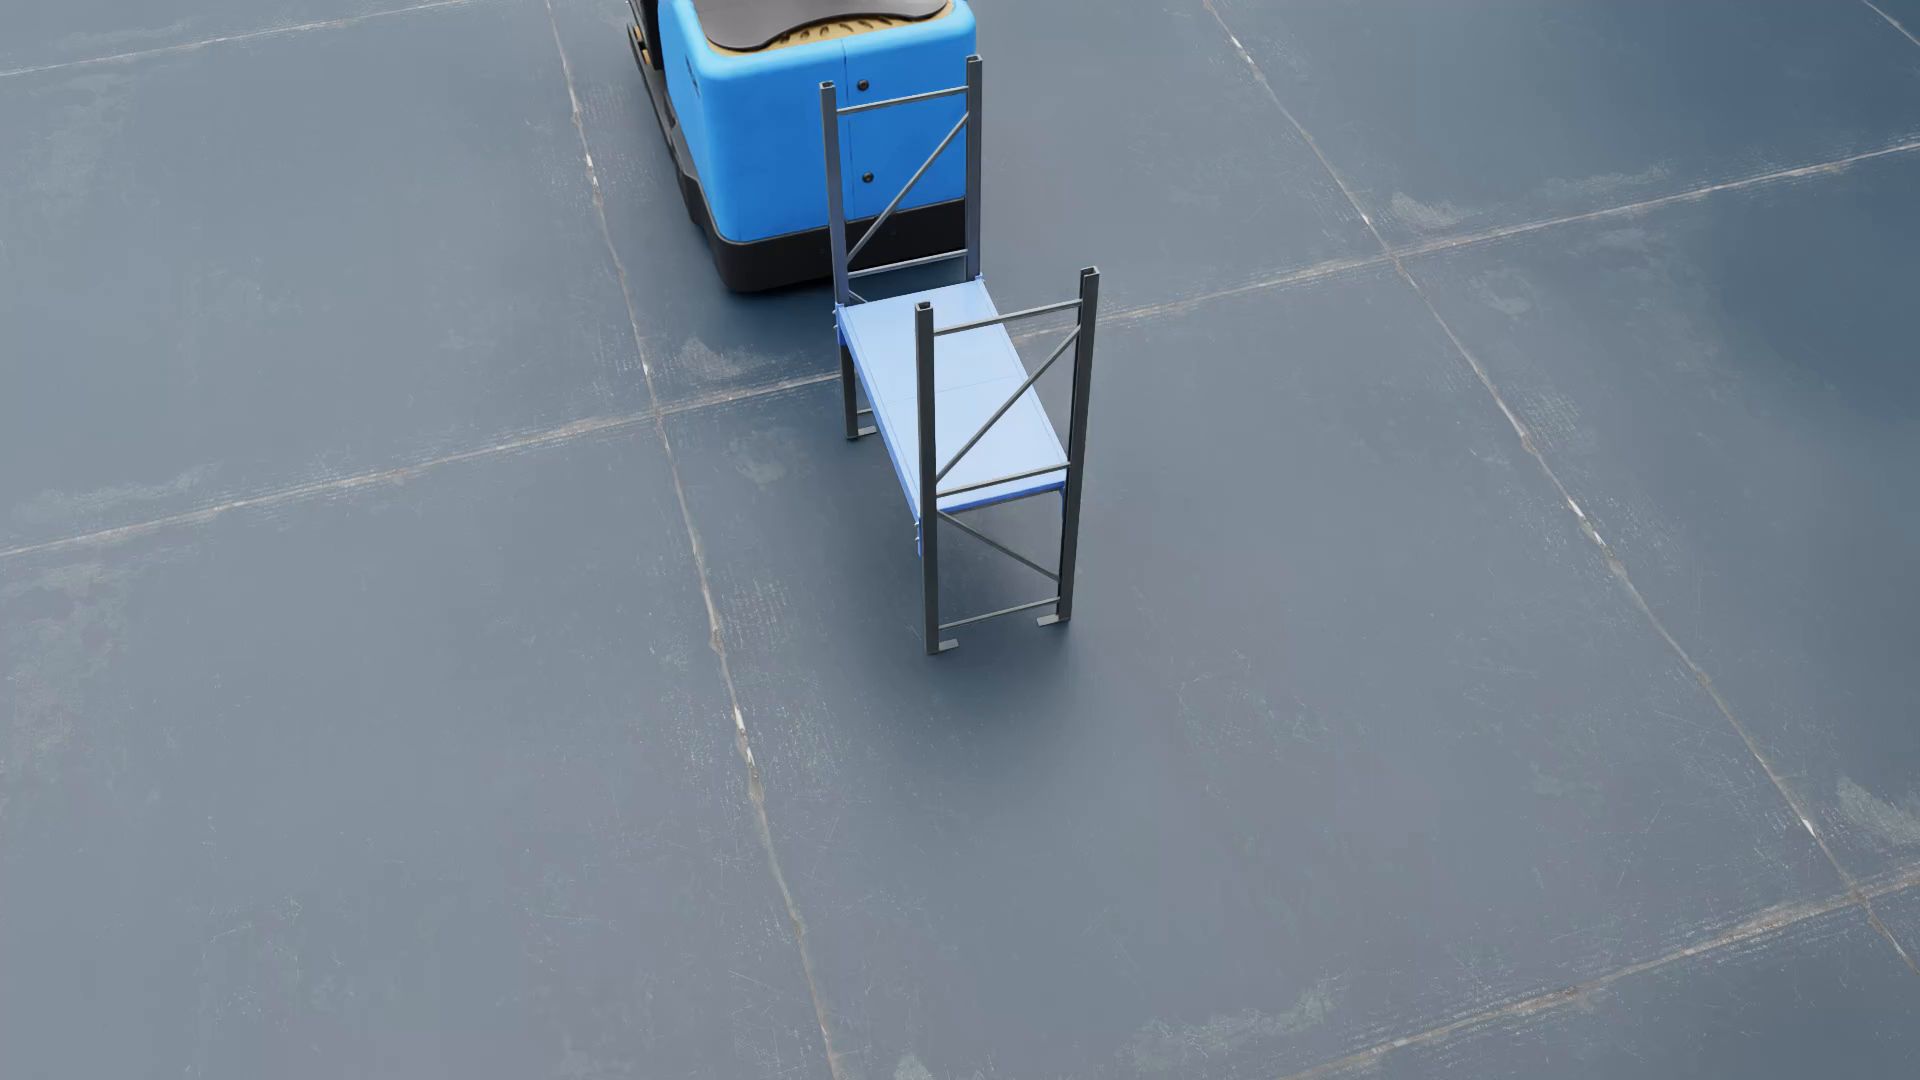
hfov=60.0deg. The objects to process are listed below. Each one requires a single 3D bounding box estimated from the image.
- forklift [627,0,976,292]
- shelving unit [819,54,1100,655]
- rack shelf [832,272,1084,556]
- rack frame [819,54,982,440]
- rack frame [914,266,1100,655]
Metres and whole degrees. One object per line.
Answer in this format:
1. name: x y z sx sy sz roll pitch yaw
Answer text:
1. forklift: -0.869 -3.065 6.416 1.130 2.935 3.031 -14 51 -12
2. shelving unit: -0.025 -0.546 5.229 0.538 1.500 1.048 -13 51 -11
3. rack shelf: -0.025 -0.430 5.367 0.538 0.185 1.000 -13 51 -11
4. rack frame: -0.176 -0.917 5.542 0.500 1.500 0.032 -13 51 -11
5. rack frame: 0.125 -0.174 4.916 0.500 1.500 0.032 -13 51 -11
